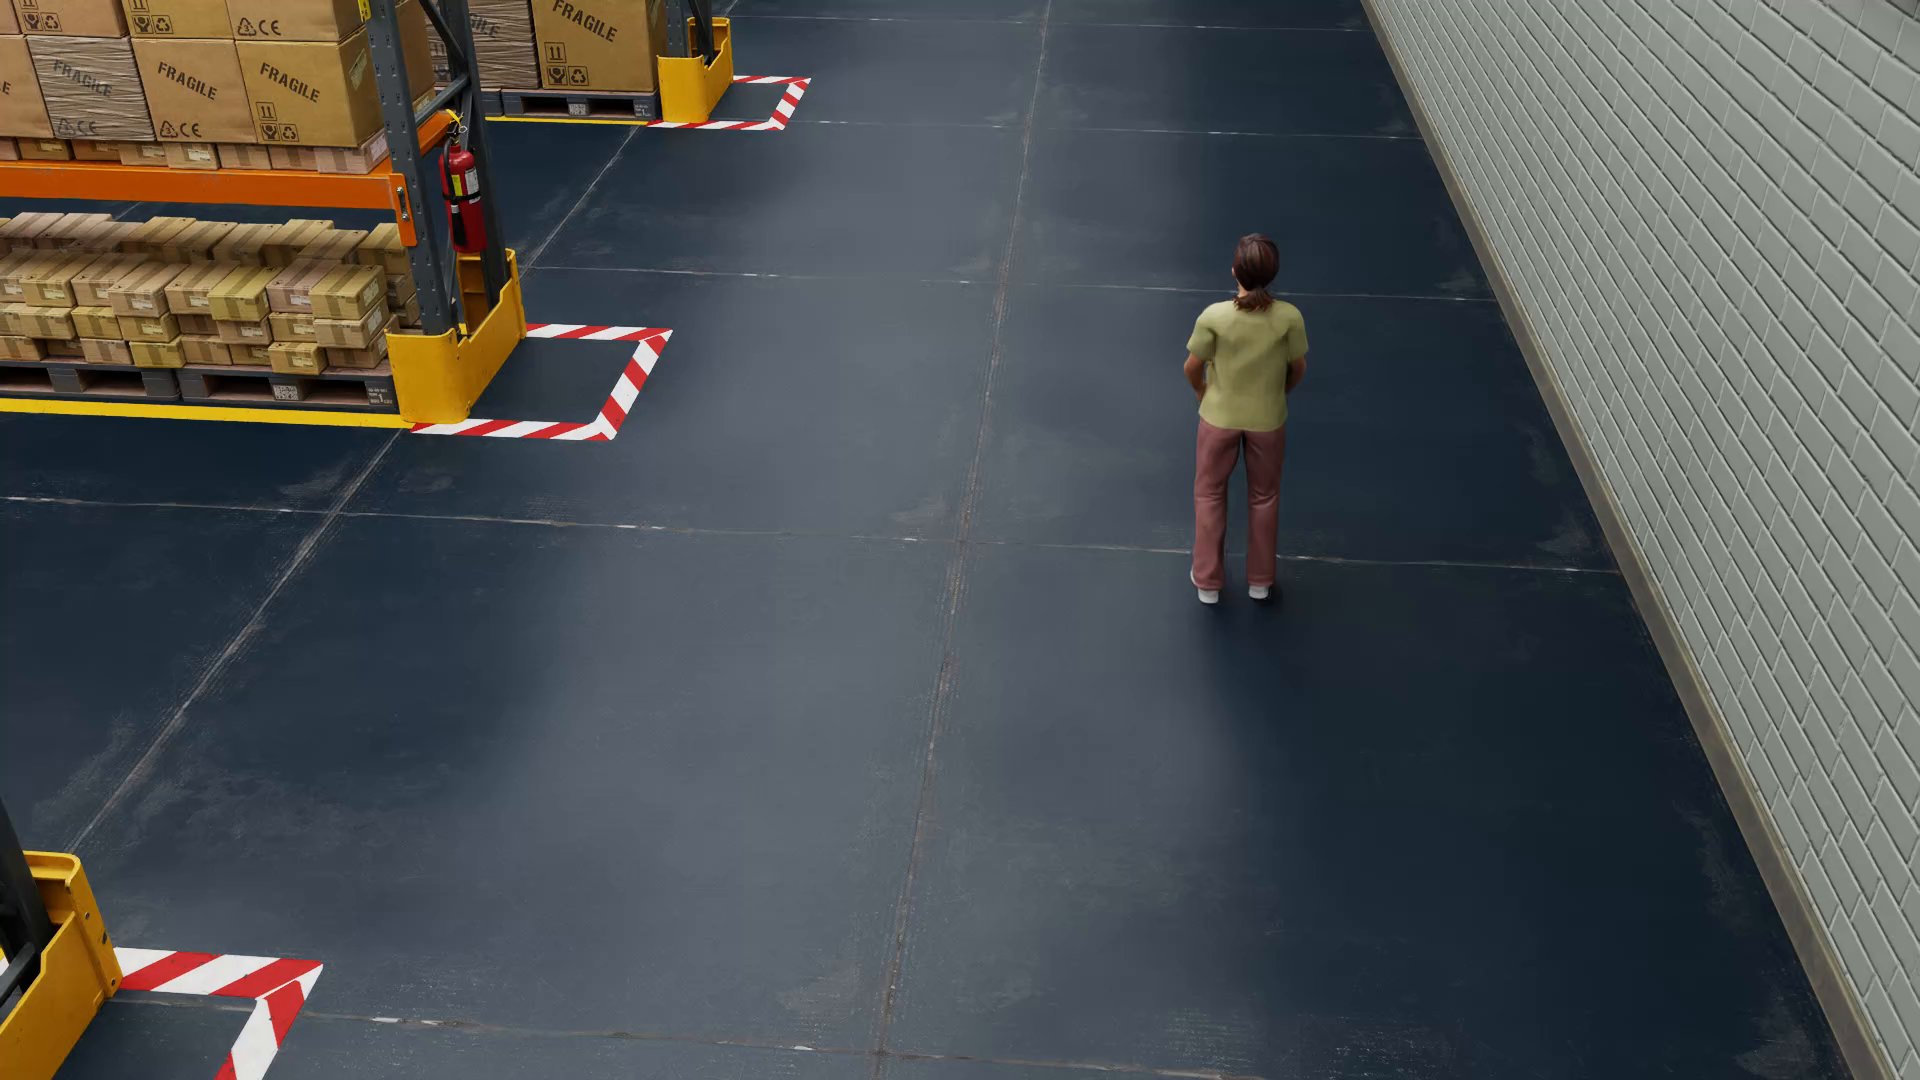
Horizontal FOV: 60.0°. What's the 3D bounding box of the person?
[{"bbox_3d":[1.165,-0.502,6.942,0.498,1.671,0.422,3,32,4],"label":"person"}]
